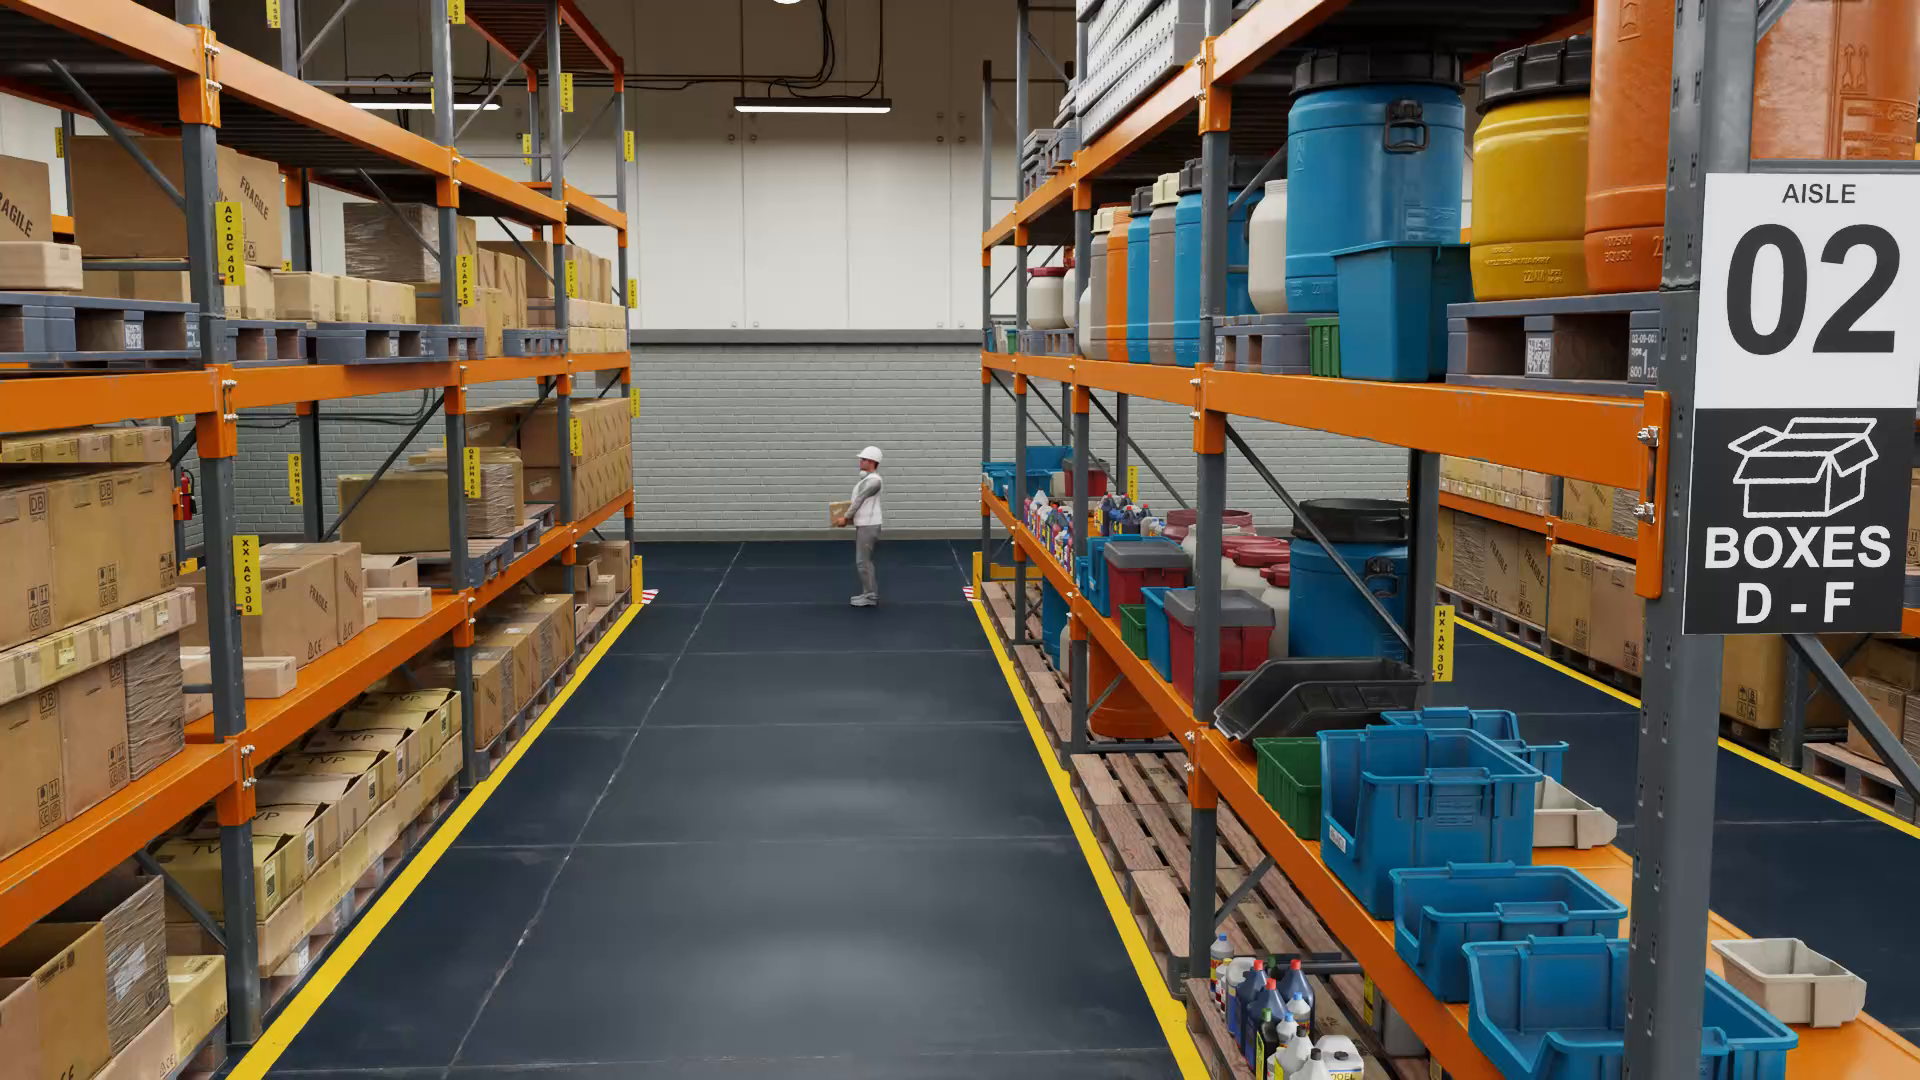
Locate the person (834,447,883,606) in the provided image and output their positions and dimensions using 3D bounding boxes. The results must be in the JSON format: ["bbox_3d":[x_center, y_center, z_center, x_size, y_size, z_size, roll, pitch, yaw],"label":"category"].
[{"bbox_3d":[-1.128,-0.159,18.523,0.548,1.764,0.494,0,7,-3],"label":"person"}]
